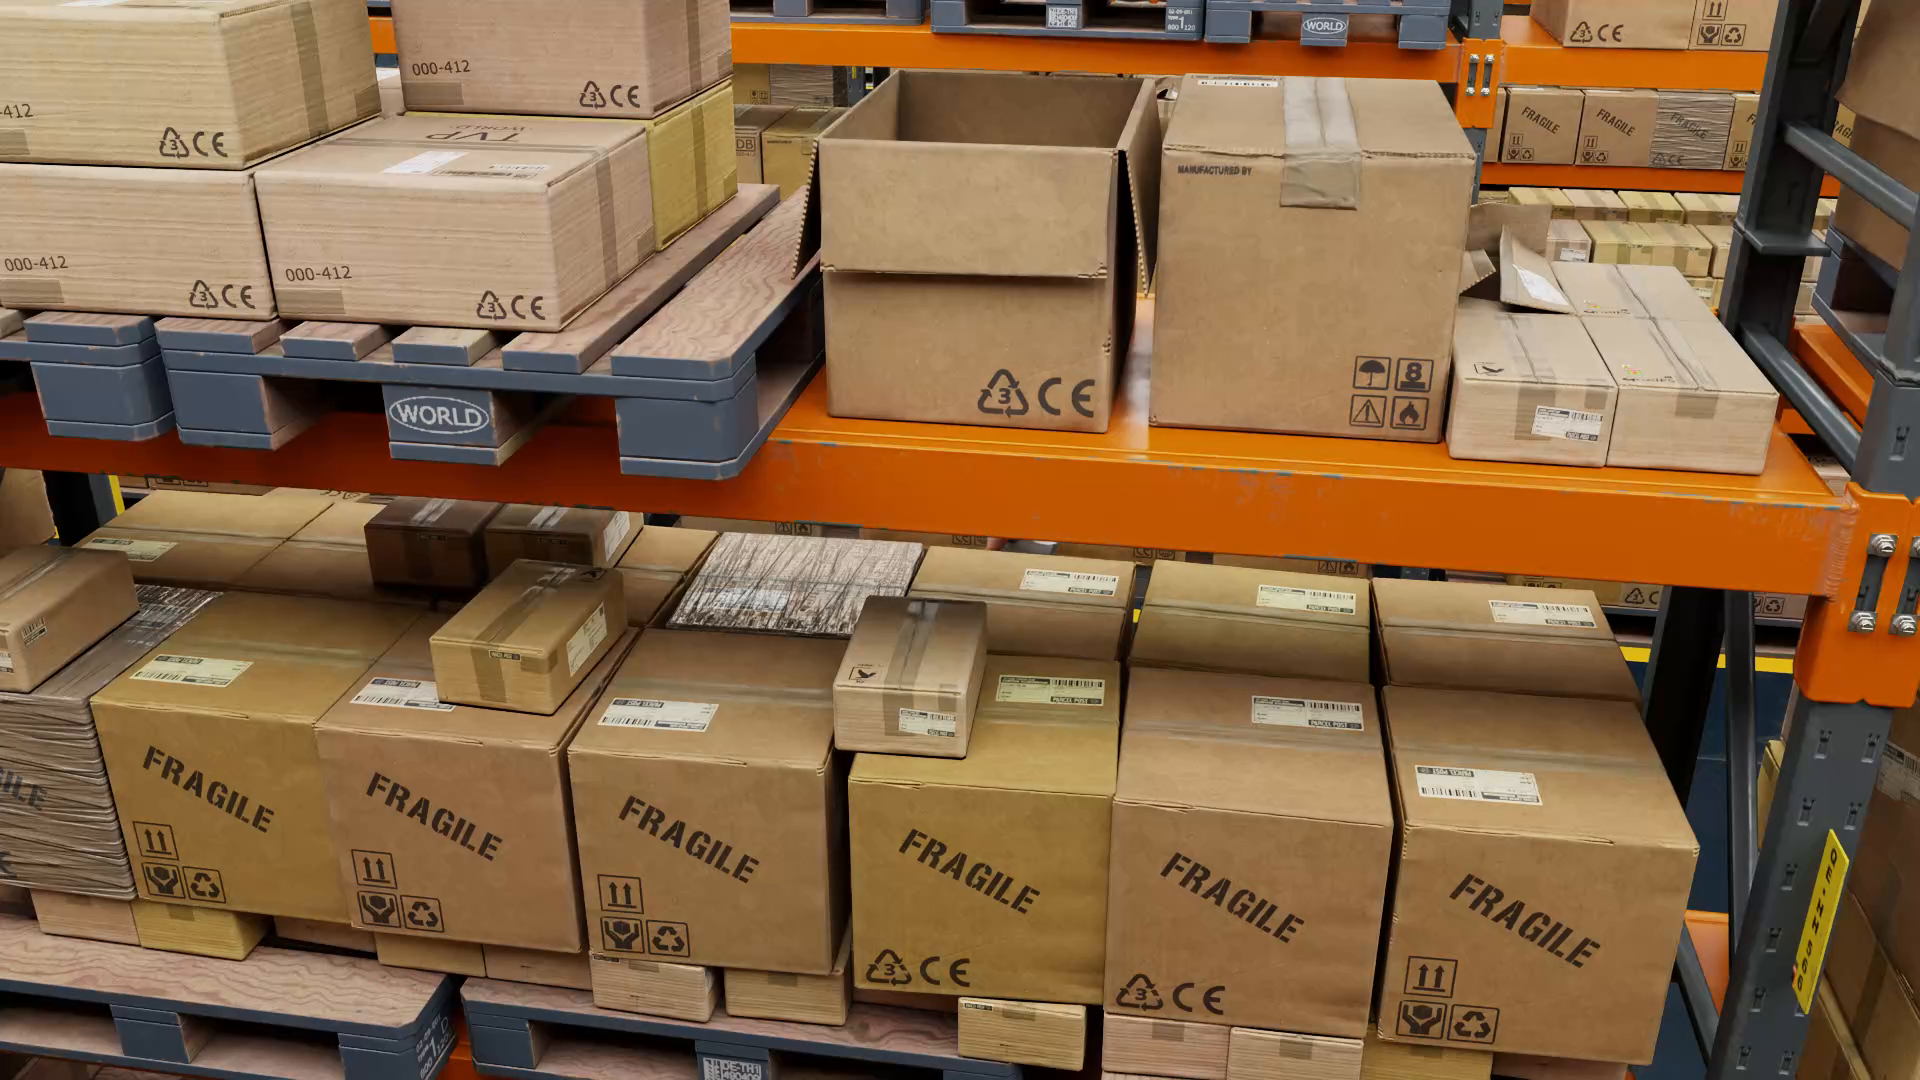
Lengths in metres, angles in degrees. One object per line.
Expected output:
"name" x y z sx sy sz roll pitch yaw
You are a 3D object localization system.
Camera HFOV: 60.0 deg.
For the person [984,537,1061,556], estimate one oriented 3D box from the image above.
"person" 0.210 -0.090 7.234 0.574 1.779 0.640 10 26 20
